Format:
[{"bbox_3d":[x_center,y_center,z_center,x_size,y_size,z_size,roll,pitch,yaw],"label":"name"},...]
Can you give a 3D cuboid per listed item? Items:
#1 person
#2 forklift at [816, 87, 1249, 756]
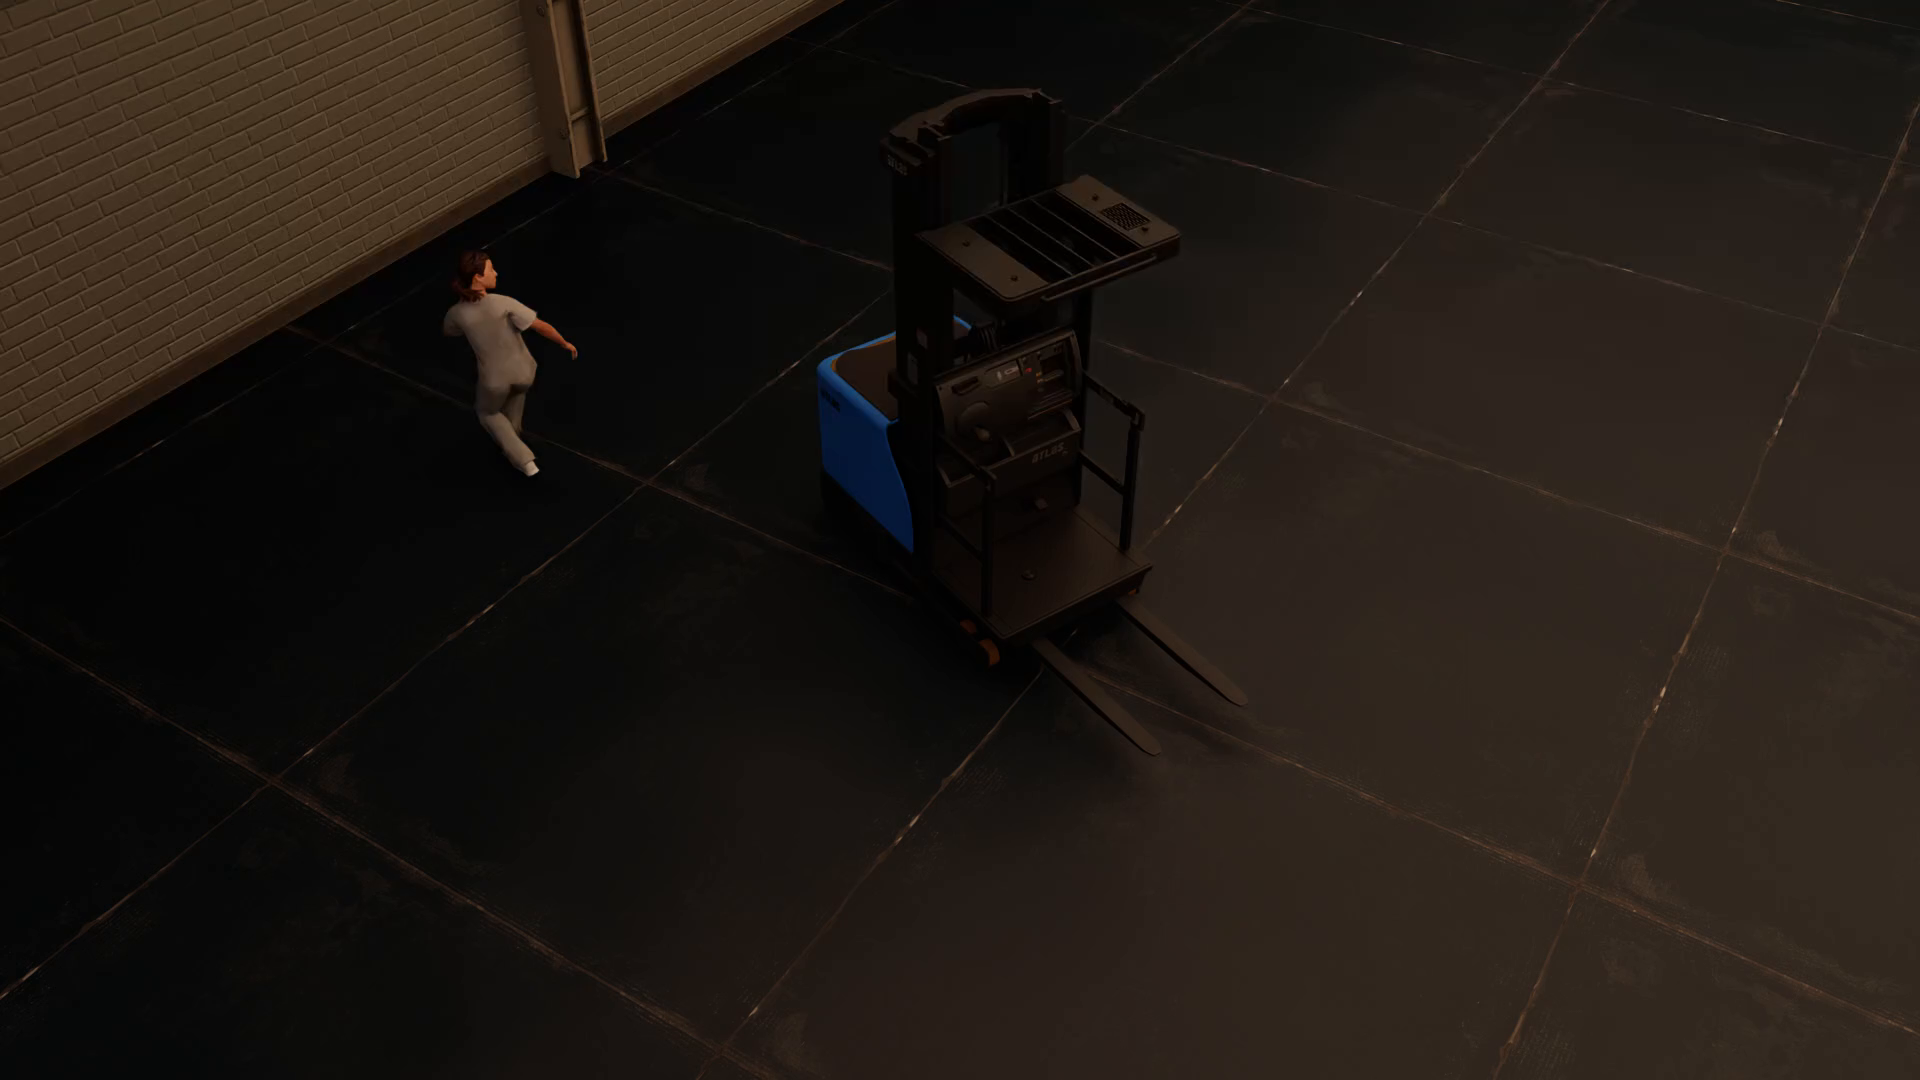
[{"bbox_3d":[-2.794,-1.143,10.402,0.774,1.542,0.806,-11,42,-13],"label":"person"},{"bbox_3d":[0.396,-0.757,8.860,1.130,2.935,3.031,-25,46,-26],"label":"forklift"}]
